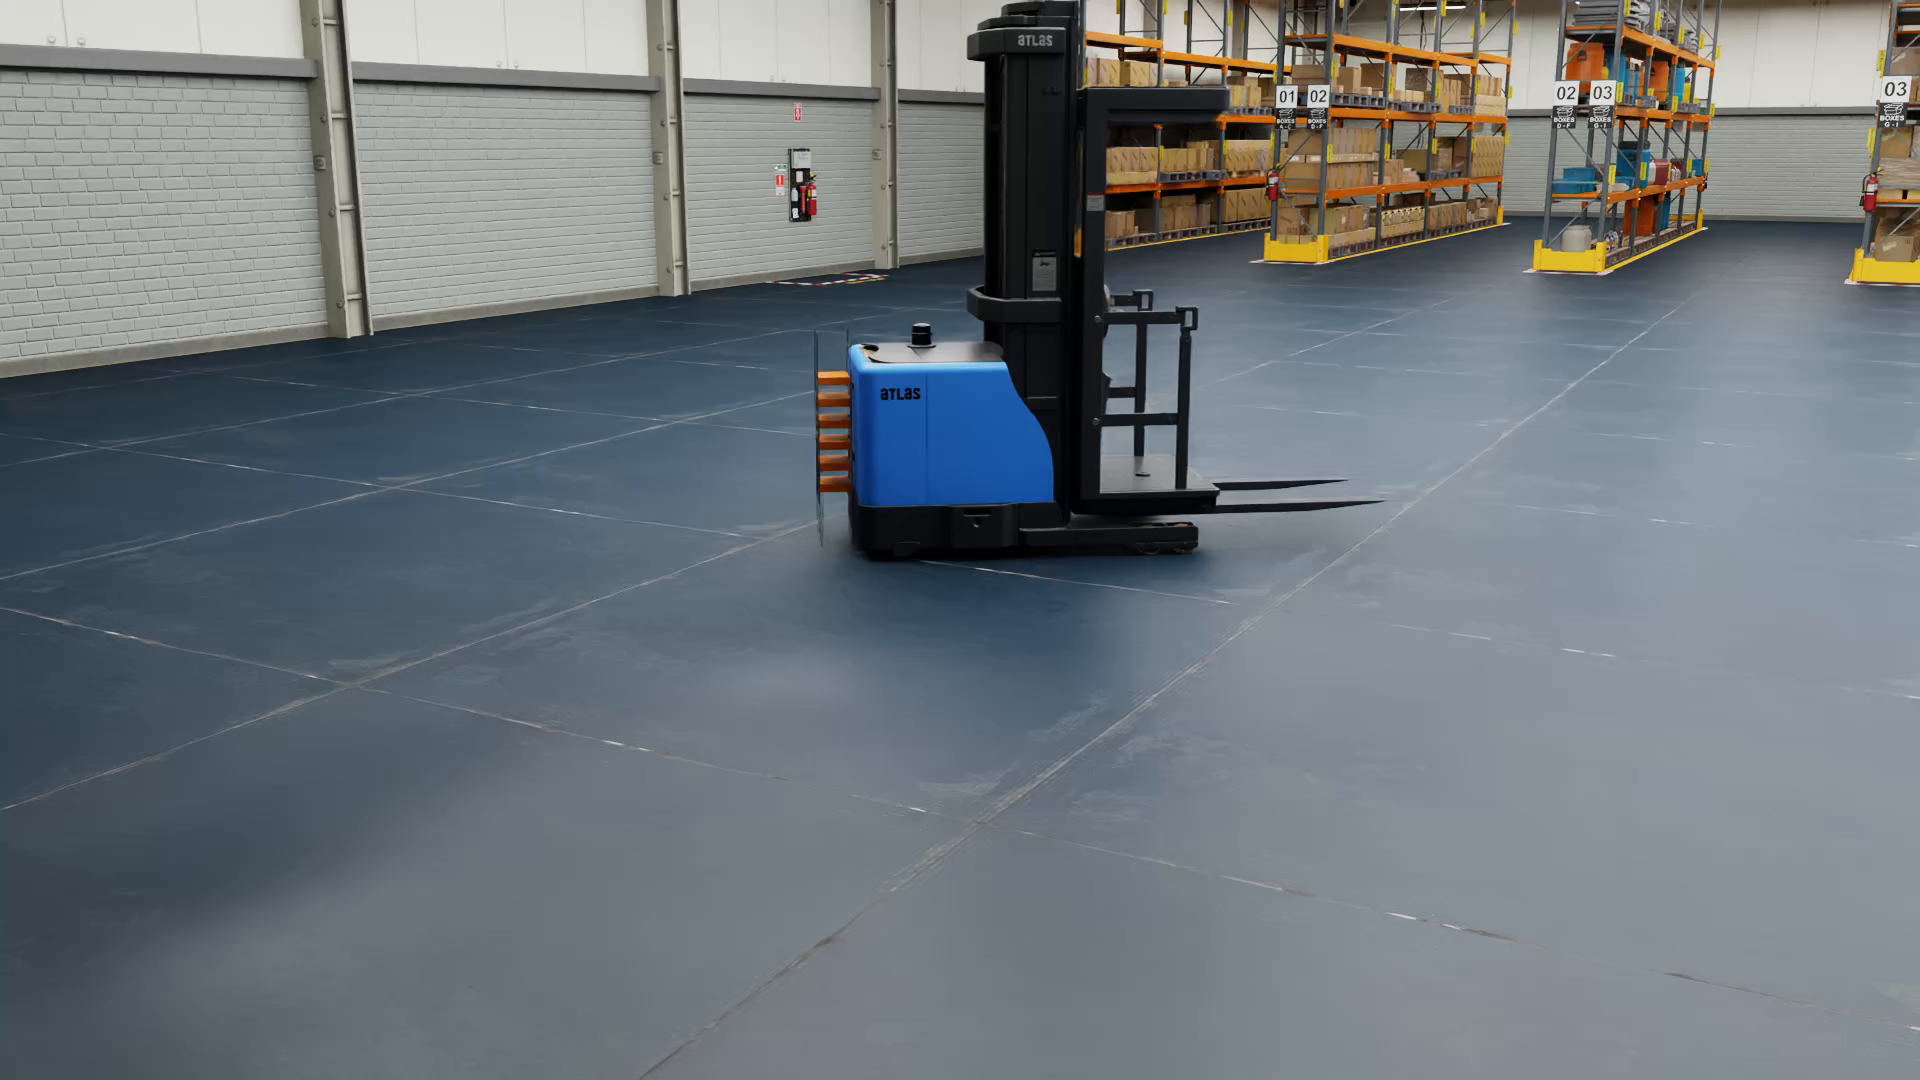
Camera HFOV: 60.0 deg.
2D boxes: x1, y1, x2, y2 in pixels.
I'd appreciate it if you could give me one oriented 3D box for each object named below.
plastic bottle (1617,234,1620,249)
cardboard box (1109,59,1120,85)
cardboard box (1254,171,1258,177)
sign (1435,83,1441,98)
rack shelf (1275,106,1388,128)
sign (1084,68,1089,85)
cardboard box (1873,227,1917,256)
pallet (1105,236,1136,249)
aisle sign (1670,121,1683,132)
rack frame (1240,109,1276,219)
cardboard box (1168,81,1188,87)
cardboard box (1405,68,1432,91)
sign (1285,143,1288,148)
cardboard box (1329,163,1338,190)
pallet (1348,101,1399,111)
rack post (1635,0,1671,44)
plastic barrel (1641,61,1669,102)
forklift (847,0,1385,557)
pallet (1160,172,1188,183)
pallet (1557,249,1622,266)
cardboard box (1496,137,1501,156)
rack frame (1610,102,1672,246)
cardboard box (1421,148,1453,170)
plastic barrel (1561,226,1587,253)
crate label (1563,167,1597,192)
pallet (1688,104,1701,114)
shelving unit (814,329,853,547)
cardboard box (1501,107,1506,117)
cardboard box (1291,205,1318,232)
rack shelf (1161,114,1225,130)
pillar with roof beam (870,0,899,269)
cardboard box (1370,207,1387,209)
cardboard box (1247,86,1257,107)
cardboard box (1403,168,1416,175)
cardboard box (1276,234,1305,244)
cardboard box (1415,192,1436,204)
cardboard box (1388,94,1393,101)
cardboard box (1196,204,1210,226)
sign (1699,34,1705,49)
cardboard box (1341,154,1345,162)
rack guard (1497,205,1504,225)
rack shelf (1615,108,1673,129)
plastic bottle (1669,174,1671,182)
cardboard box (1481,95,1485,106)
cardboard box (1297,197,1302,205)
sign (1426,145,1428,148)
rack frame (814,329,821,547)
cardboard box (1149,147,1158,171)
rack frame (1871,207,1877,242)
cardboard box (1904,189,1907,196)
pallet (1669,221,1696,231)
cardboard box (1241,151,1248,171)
[{"bbox_3d":[12.417,-5.647,31.413,0.061,0.283,0.133,9,16,32],"label":"plastic bottle"},{"bbox_3d":[2.929,-9.555,33.979,0.500,0.500,0.500,8,16,30],"label":"cardboard box"},{"bbox_3d":[7.372,-9.340,42.367,0.380,0.149,0.250,7,15,28],"label":"cardboard box"},{"bbox_3d":[10.693,-10.062,37.197,0.100,0.325,0.005,7,15,28],"label":"sign"},{"bbox_3d":[7.310,-8.256,32.513,1.077,0.370,4.000,7,15,28],"label":"rack shelf"},{"bbox_3d":[2.480,-9.119,32.695,0.100,0.325,0.005,7,15,28],"label":"sign"},{"bbox_3d":[16.449,-5.228,29.255,0.500,0.500,0.500,-12,18,-41],"label":"cardboard box"},{"bbox_3d":[3.056,-6.370,35.504,1.003,0.211,1.213,7,15,28],"label":"pallet"},{"bbox_3d":[18.187,-10.770,42.260,0.394,0.787,0.004,7,15,28],"label":"aisle sign"},{"bbox_3d":[7.806,-9.760,43.615,1.000,3.000,0.127,7,15,28],"label":"rack frame"},{"bbox_3d":[4.869,-10.185,37.872,0.500,0.500,0.500,7,15,26],"label":"cardboard box"},{"bbox_3d":[10.427,-10.460,37.774,0.500,0.500,0.500,7,15,28],"label":"cardboard box"},{"bbox_3d":[9.257,-11.104,47.175,0.100,0.325,0.005,7,15,28],"label":"sign"},{"bbox_3d":[6.830,-6.988,31.907,0.700,0.500,0.500,8,16,29],"label":"cardboard box"},{"bbox_3d":[8.692,-9.105,34.910,0.805,0.209,1.217,7,15,26],"label":"pallet"},{"bbox_3d":[13.488,-10.423,33.141,1.013,1.000,3.121,7,15,28],"label":"rack post"},{"bbox_3d":[14.822,-9.804,35.586,0.600,0.830,0.708,7,15,28],"label":"plastic barrel"},{"bbox_3d":[0.891,-1.465,9.355,3.031,2.935,1.130,-2,14,-7],"label":"forklift"},{"bbox_3d":[4.436,-8.165,37.412,1.003,0.211,1.213,7,15,28],"label":"pallet"},{"bbox_3d":[11.662,-5.256,30.884,1.003,0.211,1.213,7,15,28],"label":"pallet"},{"bbox_3d":[13.860,-10.328,43.627,0.500,0.500,0.500,8,16,30],"label":"cardboard box"},{"bbox_3d":[14.545,-7.816,35.556,1.000,3.000,0.127,7,15,28],"label":"rack frame"},{"bbox_3d":[11.720,-9.380,40.932,0.700,0.500,0.500,2,14,9],"label":"cardboard box"},{"bbox_3d":[10.929,-5.314,29.586,0.421,0.512,0.421,0,14,0],"label":"plastic barrel"},{"bbox_3d":[11.331,-6.601,30.437,0.502,0.435,0.616,7,15,28],"label":"crate label"},{"bbox_3d":[16.185,-9.832,37.917,1.213,0.211,1.003,7,15,28],"label":"pallet"},{"bbox_3d":[-0.708,-0.572,9.342,0.189,1.200,0.258,-2,13,-7],"label":"shelving unit"},{"bbox_3d":[14.061,-11.270,43.800,0.500,0.250,0.500,7,15,28],"label":"cardboard box"},{"bbox_3d":[6.813,-6.320,32.718,0.500,0.500,0.500,7,15,28],"label":"cardboard box"},{"bbox_3d":[4.906,-9.637,38.242,1.077,0.370,4.000,7,15,28],"label":"rack shelf"},{"bbox_3d":[2.454,-8.737,26.573,9.100,9.000,0.400,7,15,28],"label":"pillar with roof beam"},{"bbox_3d":[9.205,-7.231,36.902,0.500,0.311,0.500,7,15,27],"label":"cardboard box"},{"bbox_3d":[7.072,-11.191,41.999,0.700,0.500,0.500,7,15,27],"label":"cardboard box"},{"bbox_3d":[9.997,-8.265,37.608,0.500,0.311,0.500,9,16,32],"label":"cardboard box"},{"bbox_3d":[6.344,-5.748,31.947,0.500,0.250,0.500,7,15,28],"label":"cardboard box"},{"bbox_3d":[11.214,-8.286,40.296,0.500,0.250,0.500,7,15,28],"label":"cardboard box"},{"bbox_3d":[8.846,-9.386,35.088,0.500,0.250,0.500,6,15,23],"label":"cardboard box"},{"bbox_3d":[5.570,-7.784,39.816,0.700,0.500,0.500,8,16,29],"label":"cardboard box"},{"bbox_3d":[16.959,-11.389,38.021,0.100,0.325,0.005,7,15,28],"label":"sign"},{"bbox_3d":[7.219,-7.369,32.103,0.380,0.149,0.250,7,15,26],"label":"cardboard box"},{"bbox_3d":[14.041,-8.789,44.923,1.175,0.500,0.348,7,15,28],"label":"rack guard"},{"bbox_3d":[13.578,-8.515,33.586,1.077,0.370,4.000,7,15,28],"label":"rack shelf"},{"bbox_3d":[15.708,-8.093,36.967,0.152,0.276,0.135,7,15,28],"label":"plastic bottle"},{"bbox_3d":[12.837,-11.002,41.621,0.500,0.250,0.500,7,15,28],"label":"cardboard box"},{"bbox_3d":[9.005,-9.208,45.766,0.700,0.500,0.500,7,15,26],"label":"cardboard box"},{"bbox_3d":[11.666,-9.680,41.438,0.100,0.325,0.005,7,15,28],"label":"sign"},{"bbox_3d":[-0.799,-0.570,9.331,0.006,1.200,0.240,-2,13,-7],"label":"rack frame"},{"bbox_3d":[3.981,-8.288,36.187,0.500,0.500,0.500,7,15,28],"label":"cardboard box"},{"bbox_3d":[18.881,-7.255,33.228,1.000,3.000,0.127,7,15,28],"label":"rack frame"},{"bbox_3d":[16.175,-5.886,28.086,0.380,0.149,0.250,7,15,28],"label":"cardboard box"},{"bbox_3d":[17.980,-7.937,42.007,1.003,0.211,1.213,7,15,28],"label":"pallet"},{"bbox_3d":[6.834,-9.421,41.319,0.500,0.500,0.500,7,15,28],"label":"cardboard box"}]
